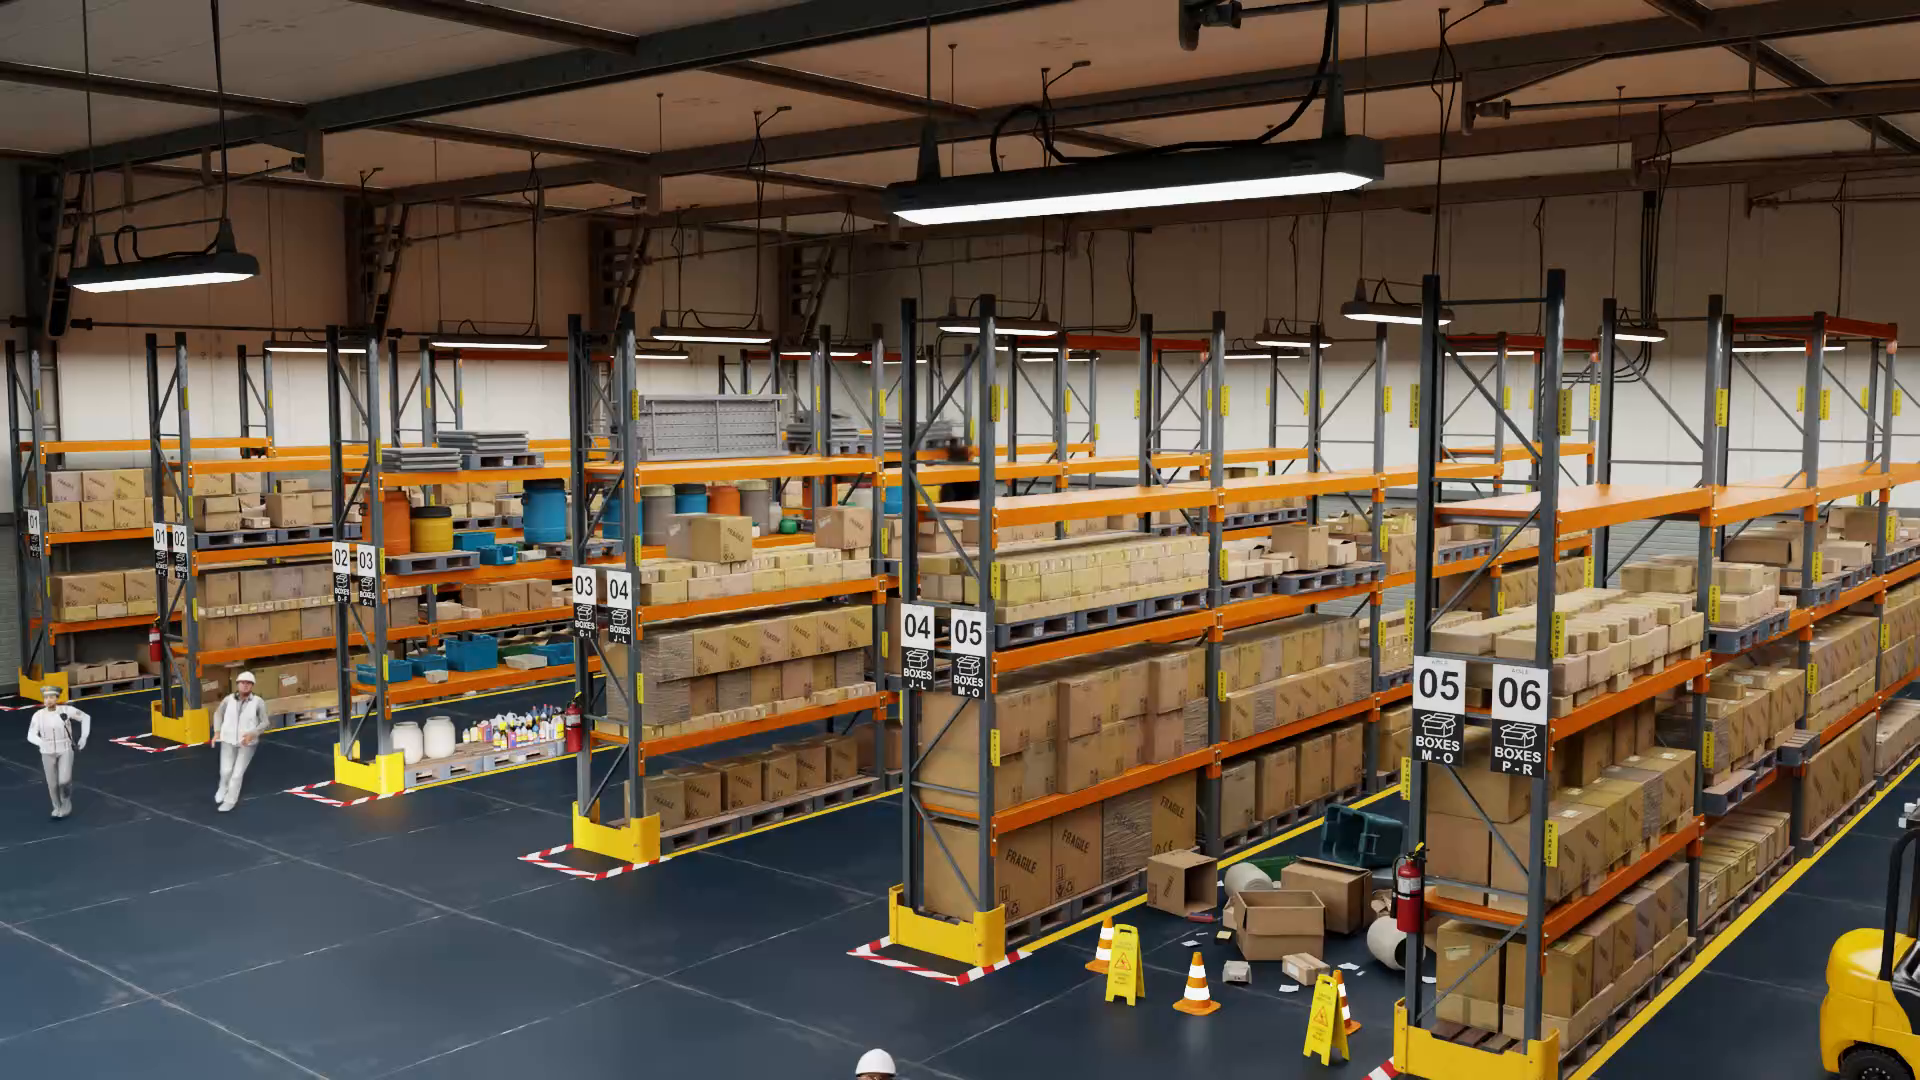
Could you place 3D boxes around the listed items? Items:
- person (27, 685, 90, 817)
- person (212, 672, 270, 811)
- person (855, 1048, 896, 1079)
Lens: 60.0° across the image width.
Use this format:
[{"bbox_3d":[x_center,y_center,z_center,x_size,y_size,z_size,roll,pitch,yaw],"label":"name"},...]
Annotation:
[{"bbox_3d":[-10.763,2.539,19.862,0.628,1.638,0.759,-2,5,-18],"label":"person"},{"bbox_3d":[-8.843,2.479,20.419,0.669,1.702,0.568,-1,5,-15],"label":"person"},{"bbox_3d":[-0.428,3.522,8.751,0.718,1.739,0.627,-1,5,-7],"label":"person"}]
